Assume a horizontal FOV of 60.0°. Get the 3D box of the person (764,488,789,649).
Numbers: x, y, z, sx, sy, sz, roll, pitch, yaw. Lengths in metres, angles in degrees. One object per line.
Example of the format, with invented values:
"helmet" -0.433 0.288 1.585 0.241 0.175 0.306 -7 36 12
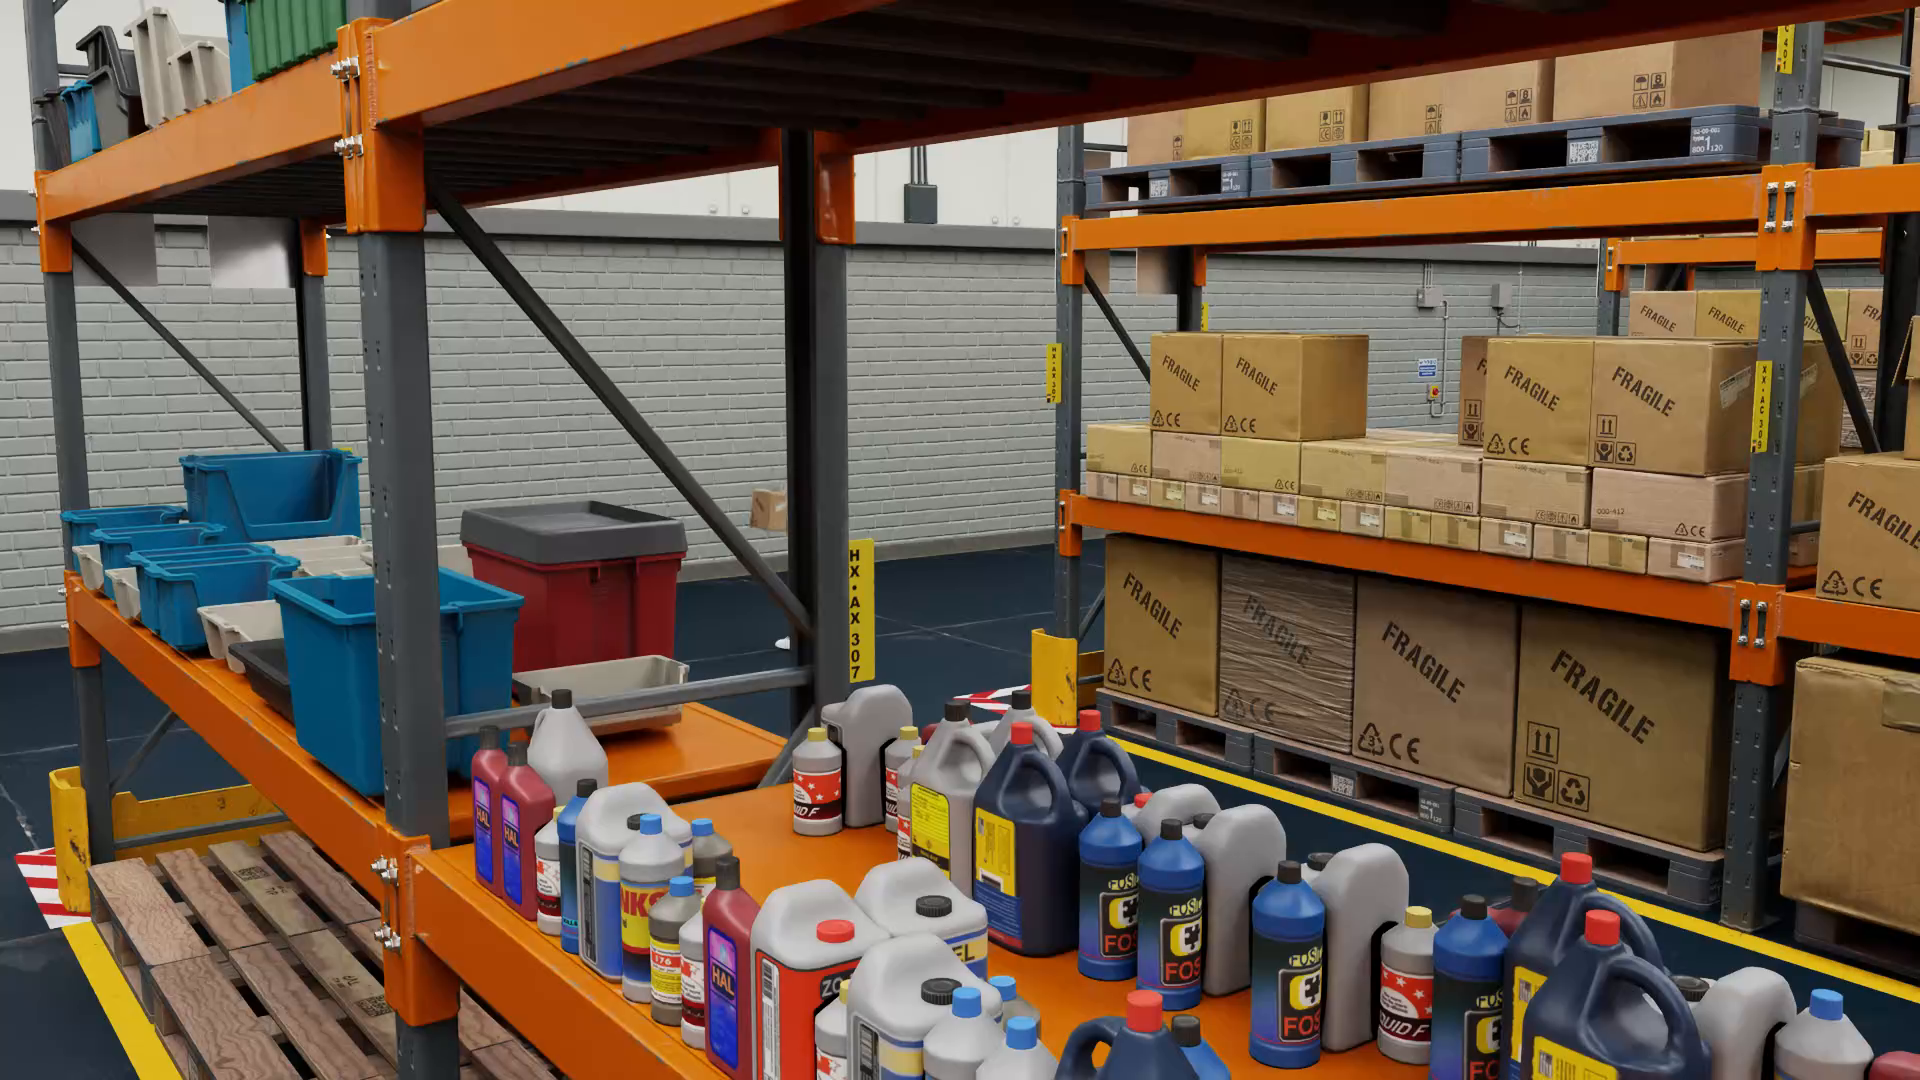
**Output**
"person" -1.064 -0.067 11.303 0.544 1.673 0.445 -5 9 -30
